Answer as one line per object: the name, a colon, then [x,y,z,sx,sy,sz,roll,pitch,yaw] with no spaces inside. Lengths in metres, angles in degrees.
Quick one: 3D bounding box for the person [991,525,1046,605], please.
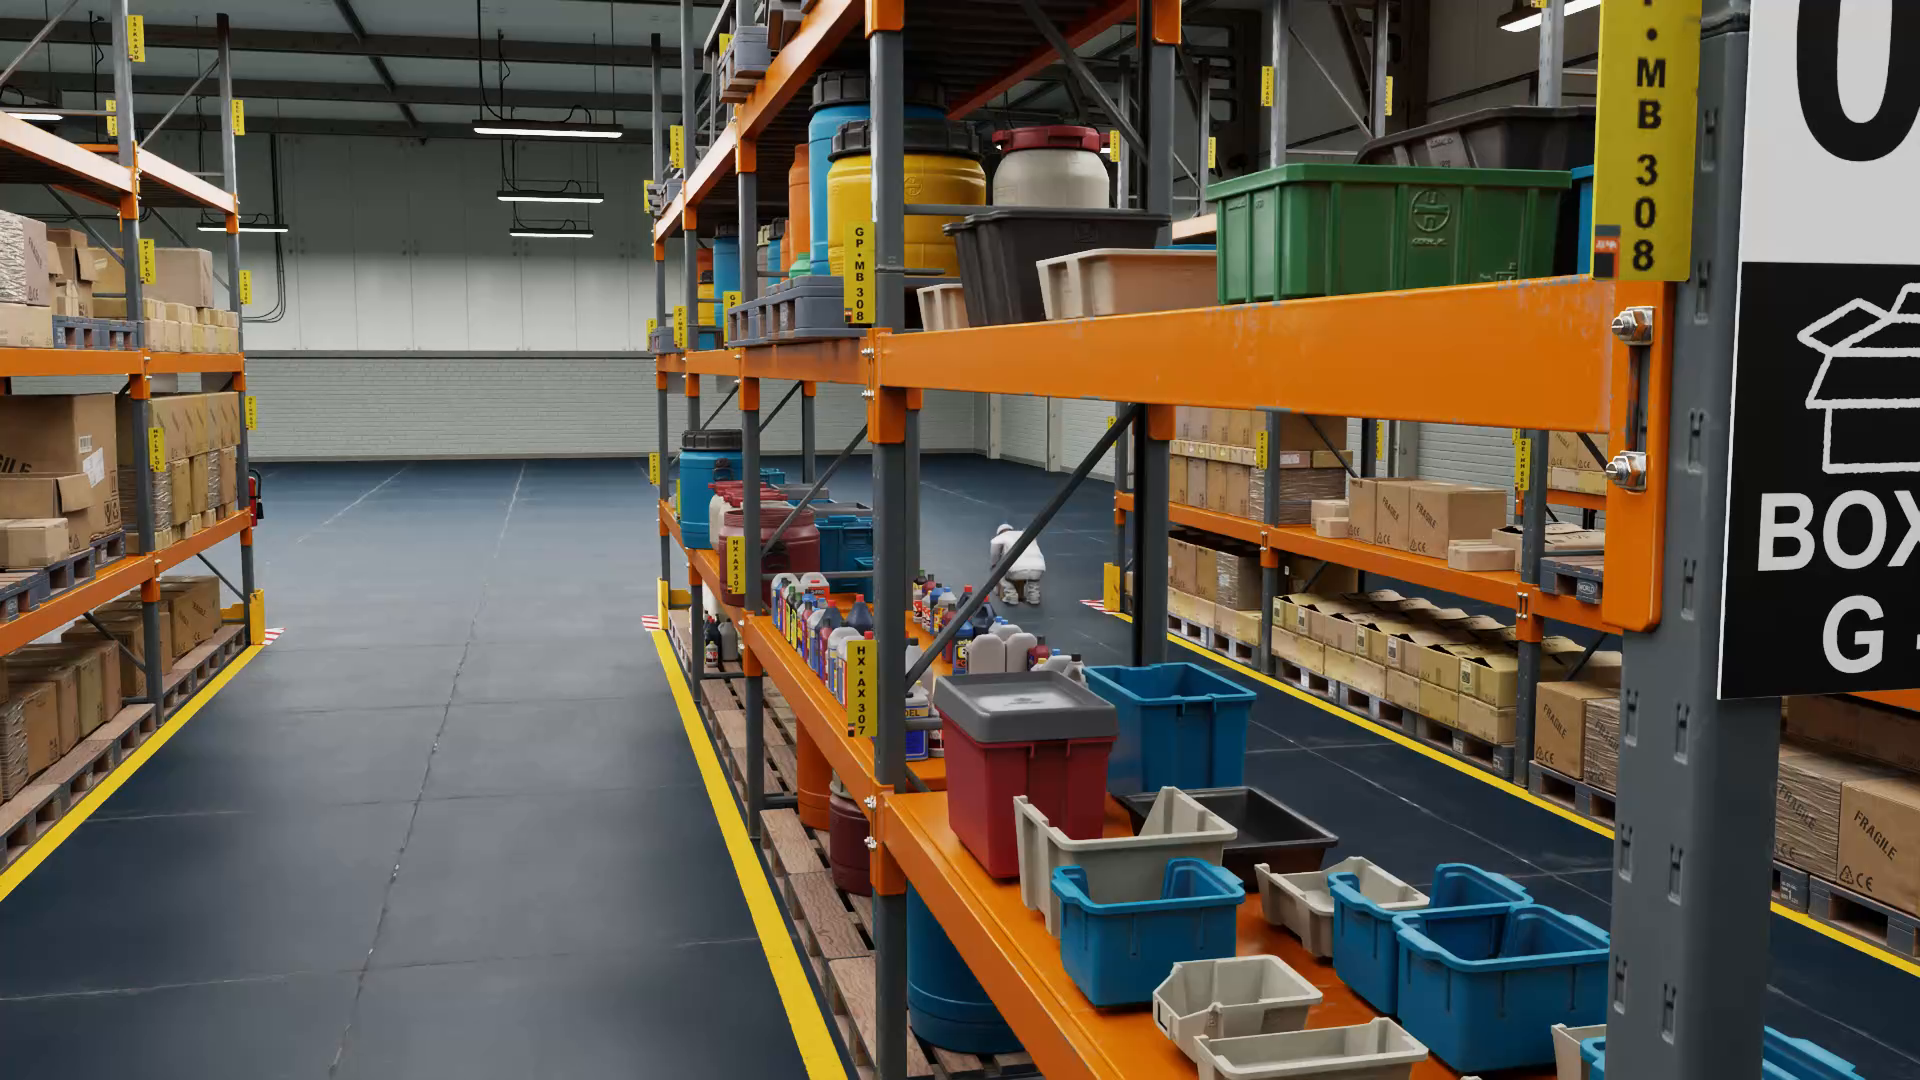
person: [0.650,0.301,19.083,0.576,0.884,0.913,-1,6,-14]
